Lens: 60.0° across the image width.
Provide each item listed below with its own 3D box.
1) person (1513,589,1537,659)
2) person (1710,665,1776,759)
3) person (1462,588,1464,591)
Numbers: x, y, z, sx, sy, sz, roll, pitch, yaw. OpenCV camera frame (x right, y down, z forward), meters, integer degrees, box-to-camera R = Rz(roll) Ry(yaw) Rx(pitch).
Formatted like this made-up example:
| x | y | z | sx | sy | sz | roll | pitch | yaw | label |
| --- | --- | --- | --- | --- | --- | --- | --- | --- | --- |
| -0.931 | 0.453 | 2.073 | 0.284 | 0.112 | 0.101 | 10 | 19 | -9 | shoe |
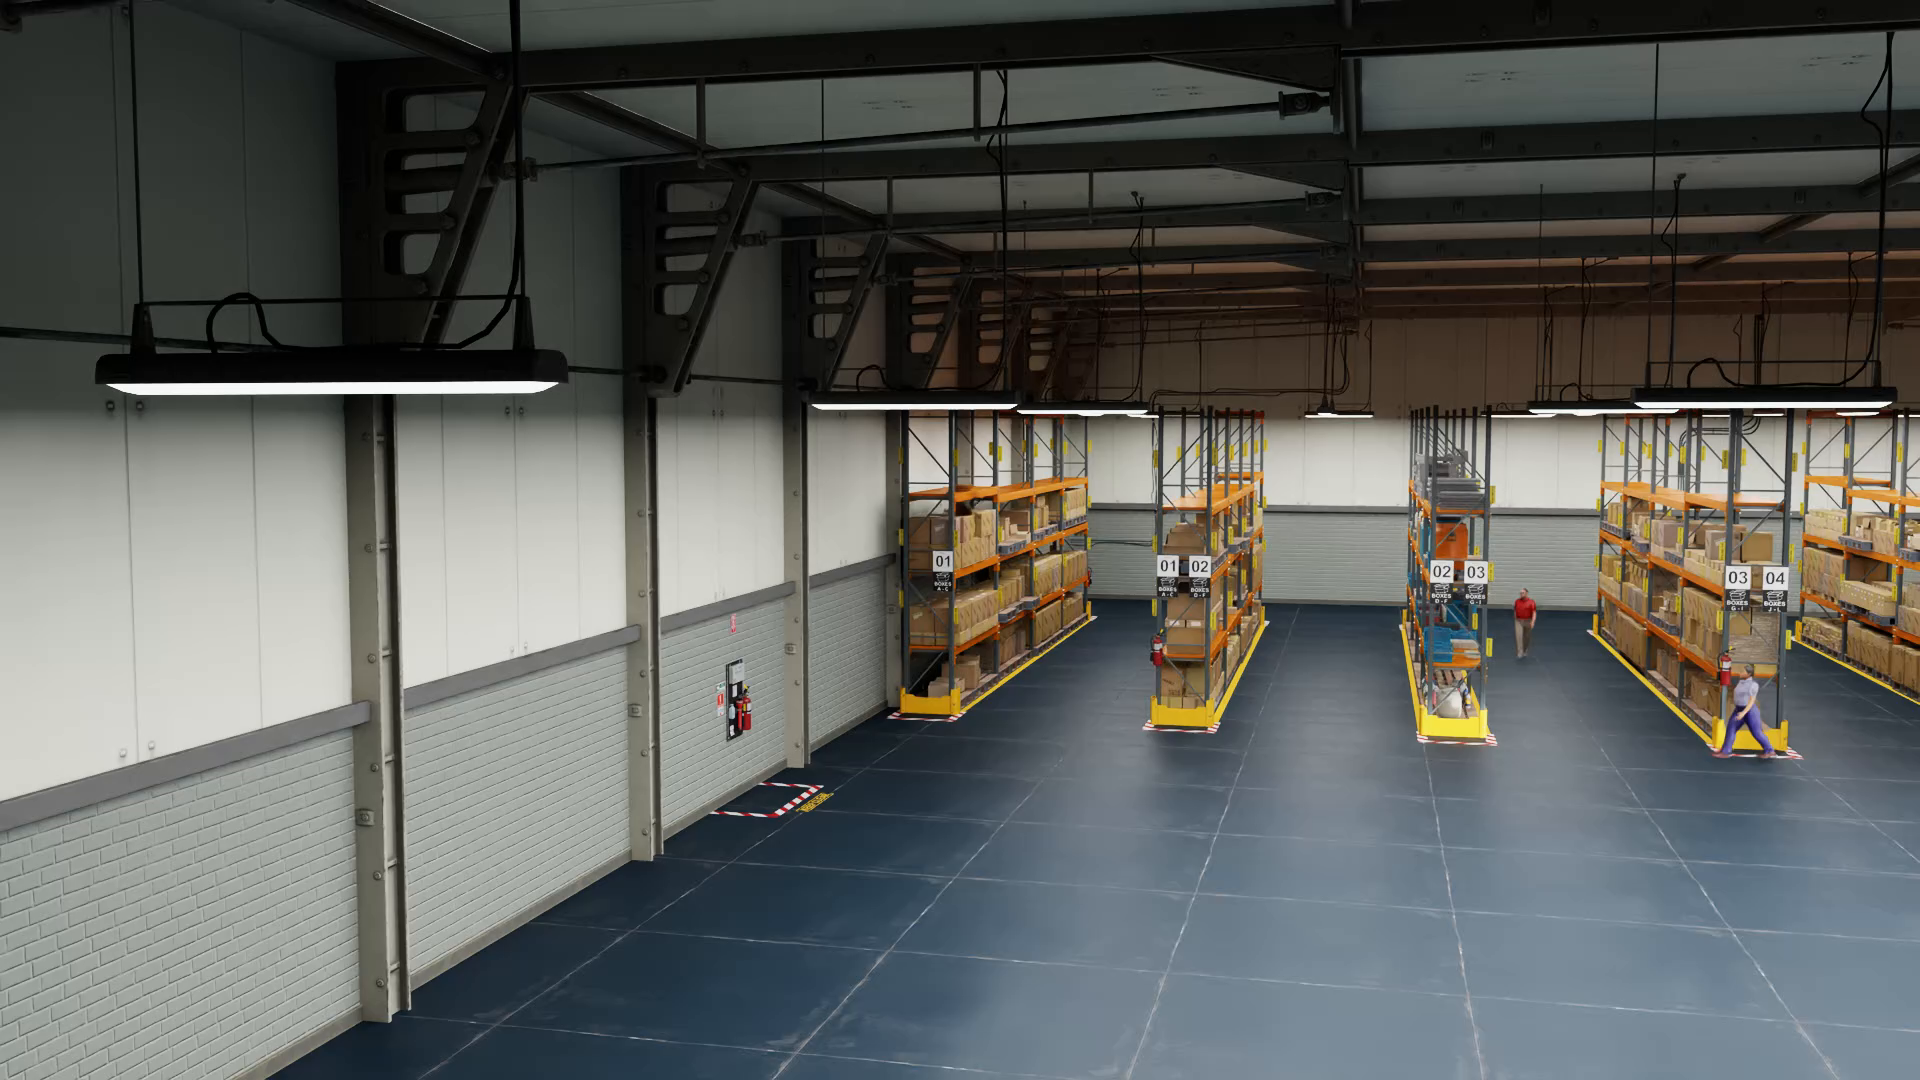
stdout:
| x | y | z | sx | sy | sz | roll | pitch | yaw | label |
| --- | --- | --- | --- | --- | --- | --- | --- | --- | --- |
| 13.576 | 2.008 | 39.944 | 0.496 | 1.668 | 1.048 | 1 | 4 | 13 | person |
| 13.224 | 2.907 | 28.023 | 0.996 | 1.601 | 0.485 | -1 | 4 | -9 | person |
| 14.174 | 1.605 | 46.489 | 0.512 | 1.549 | 0.854 | -1 | 4 | -15 | person |
